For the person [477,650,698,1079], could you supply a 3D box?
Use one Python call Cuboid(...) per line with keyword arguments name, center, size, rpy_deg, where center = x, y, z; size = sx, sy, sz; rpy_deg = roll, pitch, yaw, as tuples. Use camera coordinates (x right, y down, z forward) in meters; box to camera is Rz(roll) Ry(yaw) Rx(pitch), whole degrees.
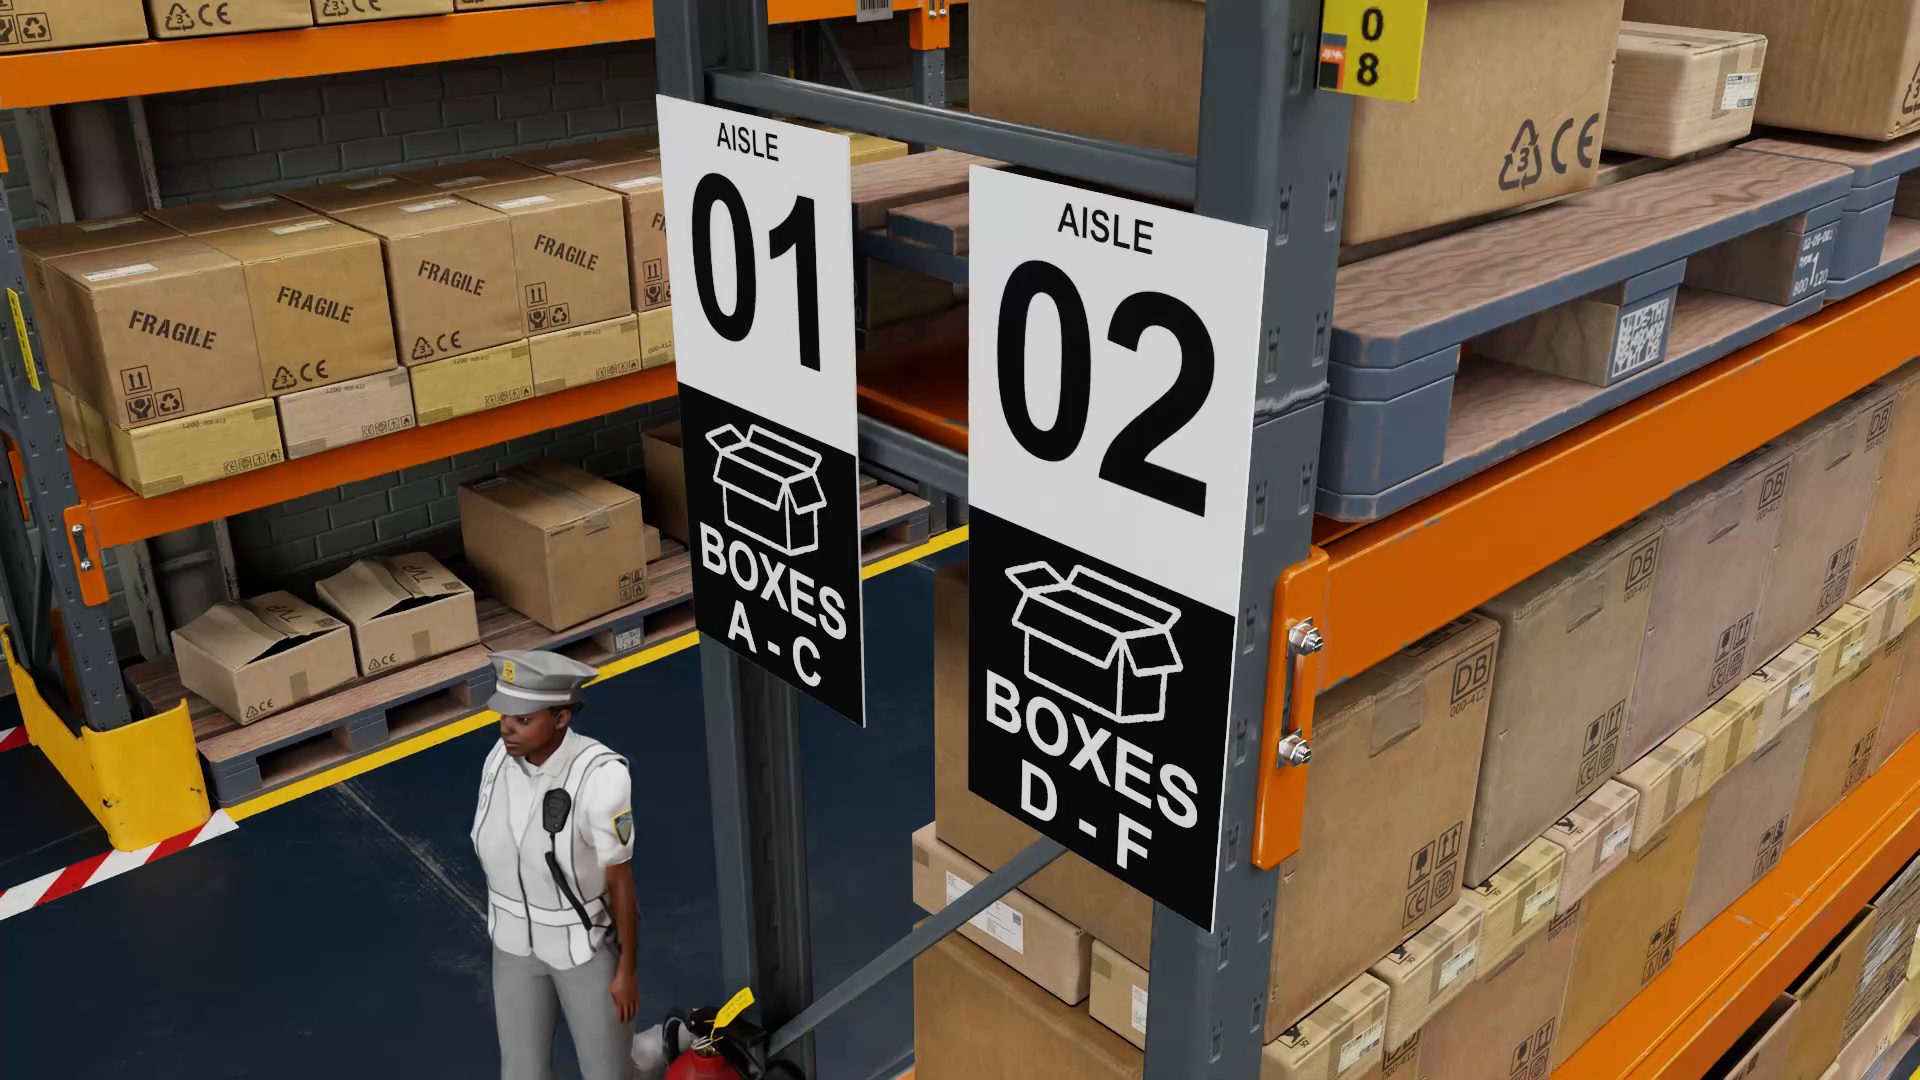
Cuboid(name="person", center=(-0.995, 1.007, 4.307), size=(0.449, 1.671, 0.687), rpy_deg=(9, 26, 19))
